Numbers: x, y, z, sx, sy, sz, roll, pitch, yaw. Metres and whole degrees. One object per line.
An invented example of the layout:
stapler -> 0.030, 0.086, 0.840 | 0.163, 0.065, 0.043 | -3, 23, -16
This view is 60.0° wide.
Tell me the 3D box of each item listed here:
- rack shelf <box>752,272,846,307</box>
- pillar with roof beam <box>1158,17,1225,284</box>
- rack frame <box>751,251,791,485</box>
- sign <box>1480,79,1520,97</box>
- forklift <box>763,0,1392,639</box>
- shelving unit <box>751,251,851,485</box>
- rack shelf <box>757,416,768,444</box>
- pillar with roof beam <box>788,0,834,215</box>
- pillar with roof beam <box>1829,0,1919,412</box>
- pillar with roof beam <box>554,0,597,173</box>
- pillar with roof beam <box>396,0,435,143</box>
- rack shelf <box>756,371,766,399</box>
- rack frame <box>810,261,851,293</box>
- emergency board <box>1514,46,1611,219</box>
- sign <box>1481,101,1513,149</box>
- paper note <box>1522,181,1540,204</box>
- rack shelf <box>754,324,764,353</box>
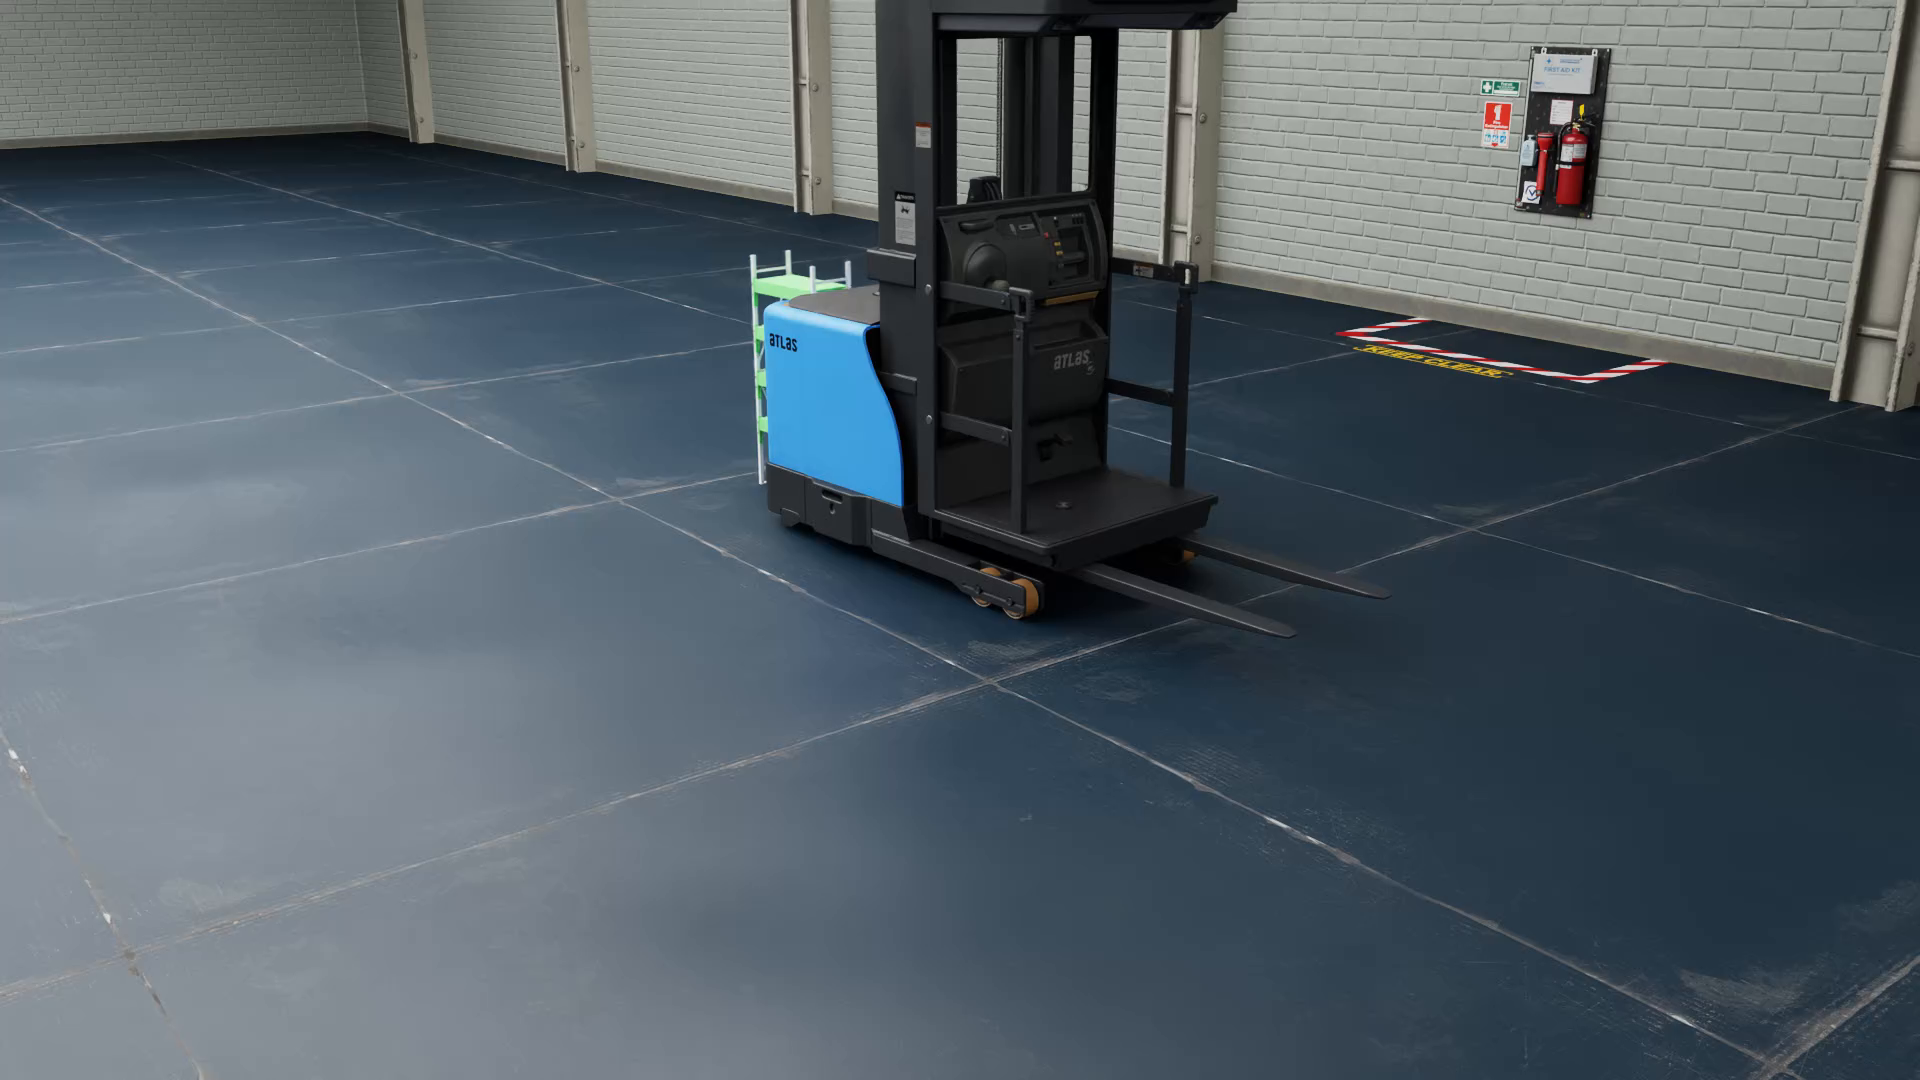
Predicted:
rack shelf -> -0.797, -1.227, 8.335 | 0.258, 0.148, 0.480 | -16, 24, -40
pillar with roof beam -> -1.351, -5.777, 10.994 | 9.100, 9.000, 0.400 | -14, 23, -36
rack frame -> -0.962, -0.888, 8.636 | 0.240, 1.200, 0.015 | -16, 24, -40
sign -> 3.978, -3.329, 12.246 | 0.001, 0.109, 0.331 | -14, 23, -36
forklift -> 0.426, -1.245, 6.960 | 1.130, 2.935, 3.031 | -16, 24, -40
shelving unit -> -0.797, -0.832, 8.466 | 0.258, 1.200, 0.503 | -16, 24, -40
rack shelf -> -0.797, -0.543, 8.561 | 0.258, 0.148, 0.480 | -16, 24, -40
pillar with roof beam -> -5.076, -7.256, 15.459 | 9.100, 9.000, 0.400 | -14, 23, -36
pillar with roof beam -> 2.374, -4.299, 6.529 | 9.100, 9.000, 0.400 | -14, 23, -36
pillar with roof beam -> -8.802, -8.734, 19.924 | 9.100, 9.000, 0.400 | -14, 23, -36
pillar with roof beam -> -12.527, -10.213, 24.389 | 9.100, 9.000, 0.400 | -14, 23, -36
rack shelf -> -0.797, -0.771, 8.486 | 0.258, 0.148, 0.480 | -16, 24, -40
rack frame -> -0.632, -0.775, 8.295 | 0.240, 1.200, 0.015 | -16, 24, -40
emergency board -> 4.245, -2.907, 11.871 | 0.194, 1.169, 0.643 | -14, 23, -36
sign -> 3.982, -3.081, 12.338 | 0.001, 0.329, 0.234 | -14, 23, -36
paper note -> 4.189, -2.546, 12.182 | 0.016, 0.148, 0.142 | -14, 23, -36
rack shelf -> -0.797, -0.999, 8.410 | 0.258, 0.148, 0.480 | -16, 24, -40
